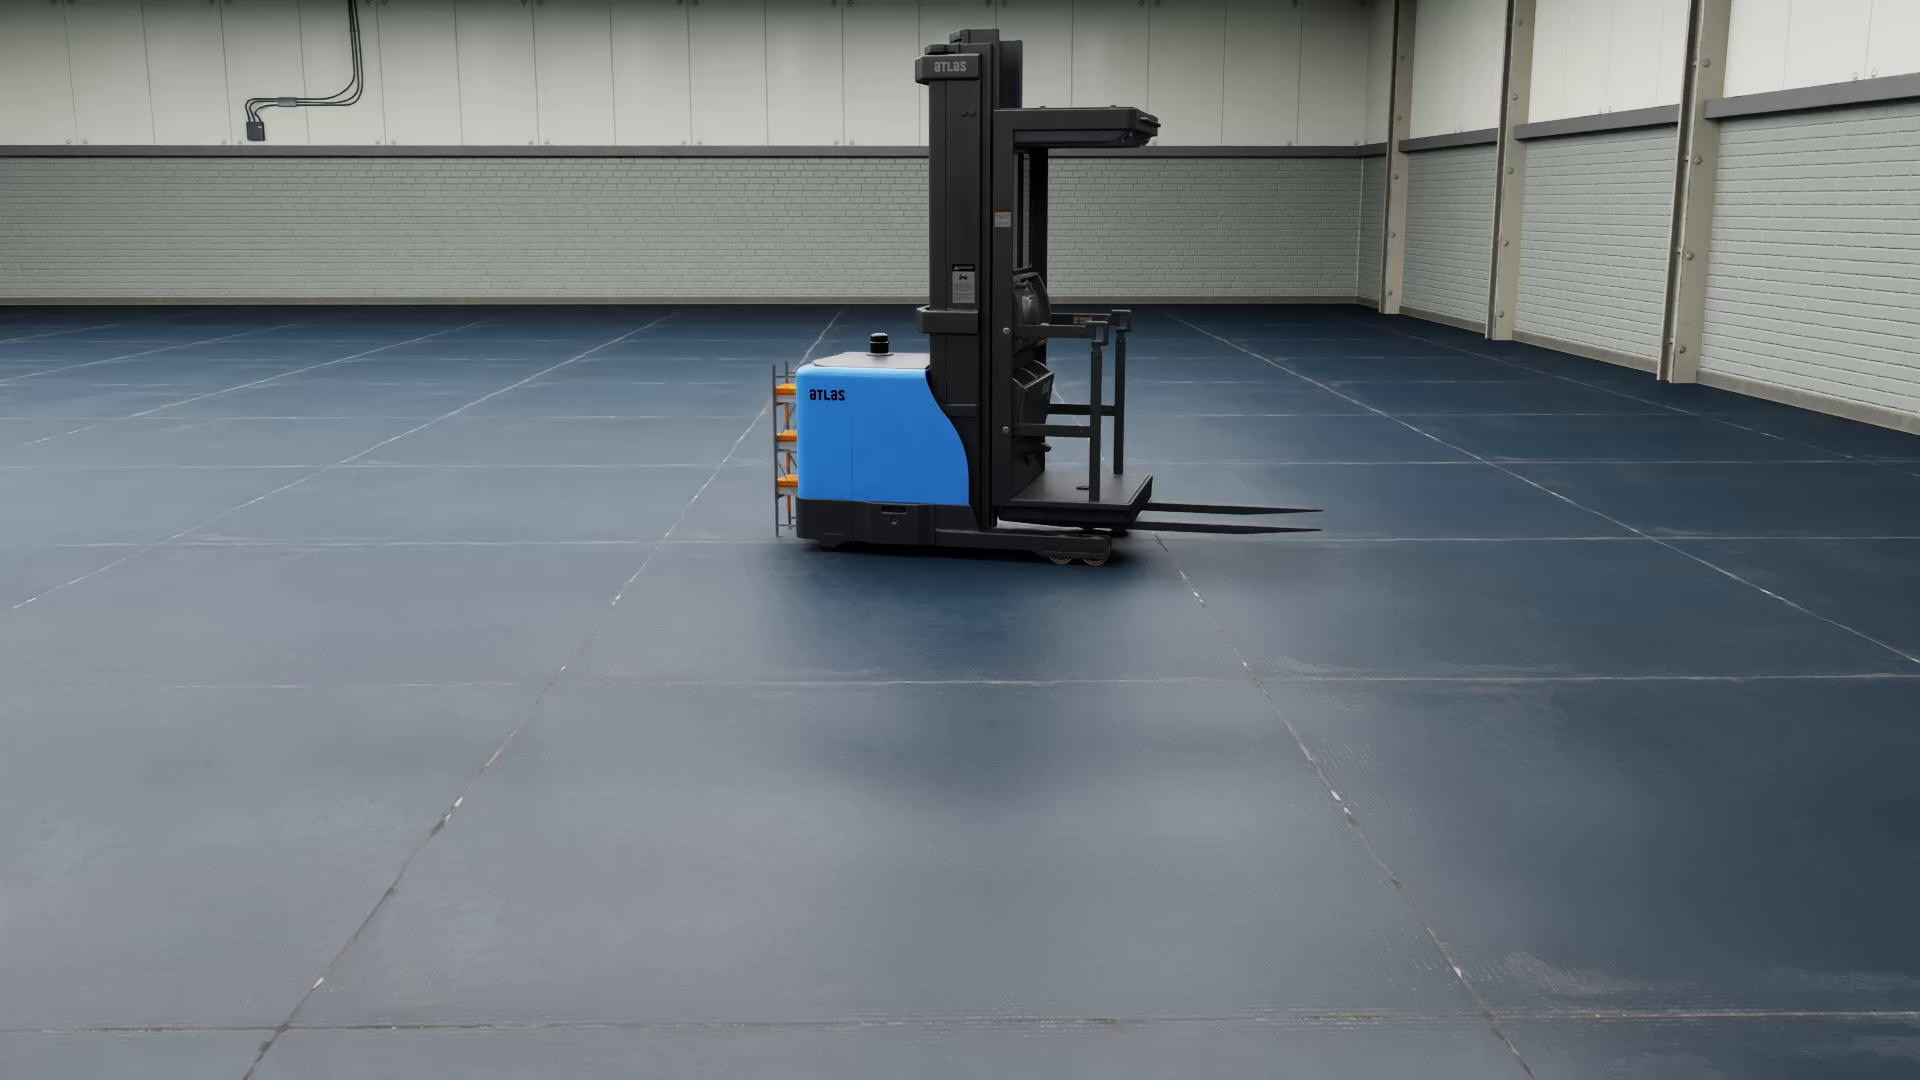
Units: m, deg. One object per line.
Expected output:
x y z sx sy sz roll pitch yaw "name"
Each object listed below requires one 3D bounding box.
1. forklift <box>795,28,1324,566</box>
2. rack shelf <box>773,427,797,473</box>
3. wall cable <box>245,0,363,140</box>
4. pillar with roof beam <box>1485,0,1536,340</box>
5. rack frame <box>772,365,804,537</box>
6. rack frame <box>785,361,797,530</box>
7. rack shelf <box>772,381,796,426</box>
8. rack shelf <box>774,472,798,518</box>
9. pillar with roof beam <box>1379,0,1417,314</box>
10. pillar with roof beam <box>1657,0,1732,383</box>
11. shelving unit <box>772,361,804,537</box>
0.606 -1.408 9.629 3.031 2.935 1.130 3 12 13 "forklift"
-0.999 -0.542 10.145 0.215 0.259 0.240 3 12 12 "rack shelf"
-12.788 -10.776 31.987 2.305 6.003 0.169 0 11 -1 "wall cable"
3.773 -7.401 23.907 9.100 9.000 0.400 0 11 -1 "pillar with roof beam"
-1.025 -0.529 10.026 0.200 1.050 0.008 3 12 12 "rack frame"
-0.973 -0.576 10.259 0.200 1.050 0.008 3 12 12 "rack frame"
-0.999 -0.820 10.088 0.215 0.259 0.240 3 12 12 "rack shelf"
-0.999 -0.270 10.200 0.215 0.259 0.240 3 12 12 "rack shelf"
3.649 -8.594 29.786 9.100 9.000 0.400 0 11 -1 "pillar with roof beam"
3.897 -6.208 18.028 9.100 9.000 0.400 0 11 -1 "pillar with roof beam"
-0.999 -0.553 10.143 0.215 1.050 0.252 3 12 12 "shelving unit"
